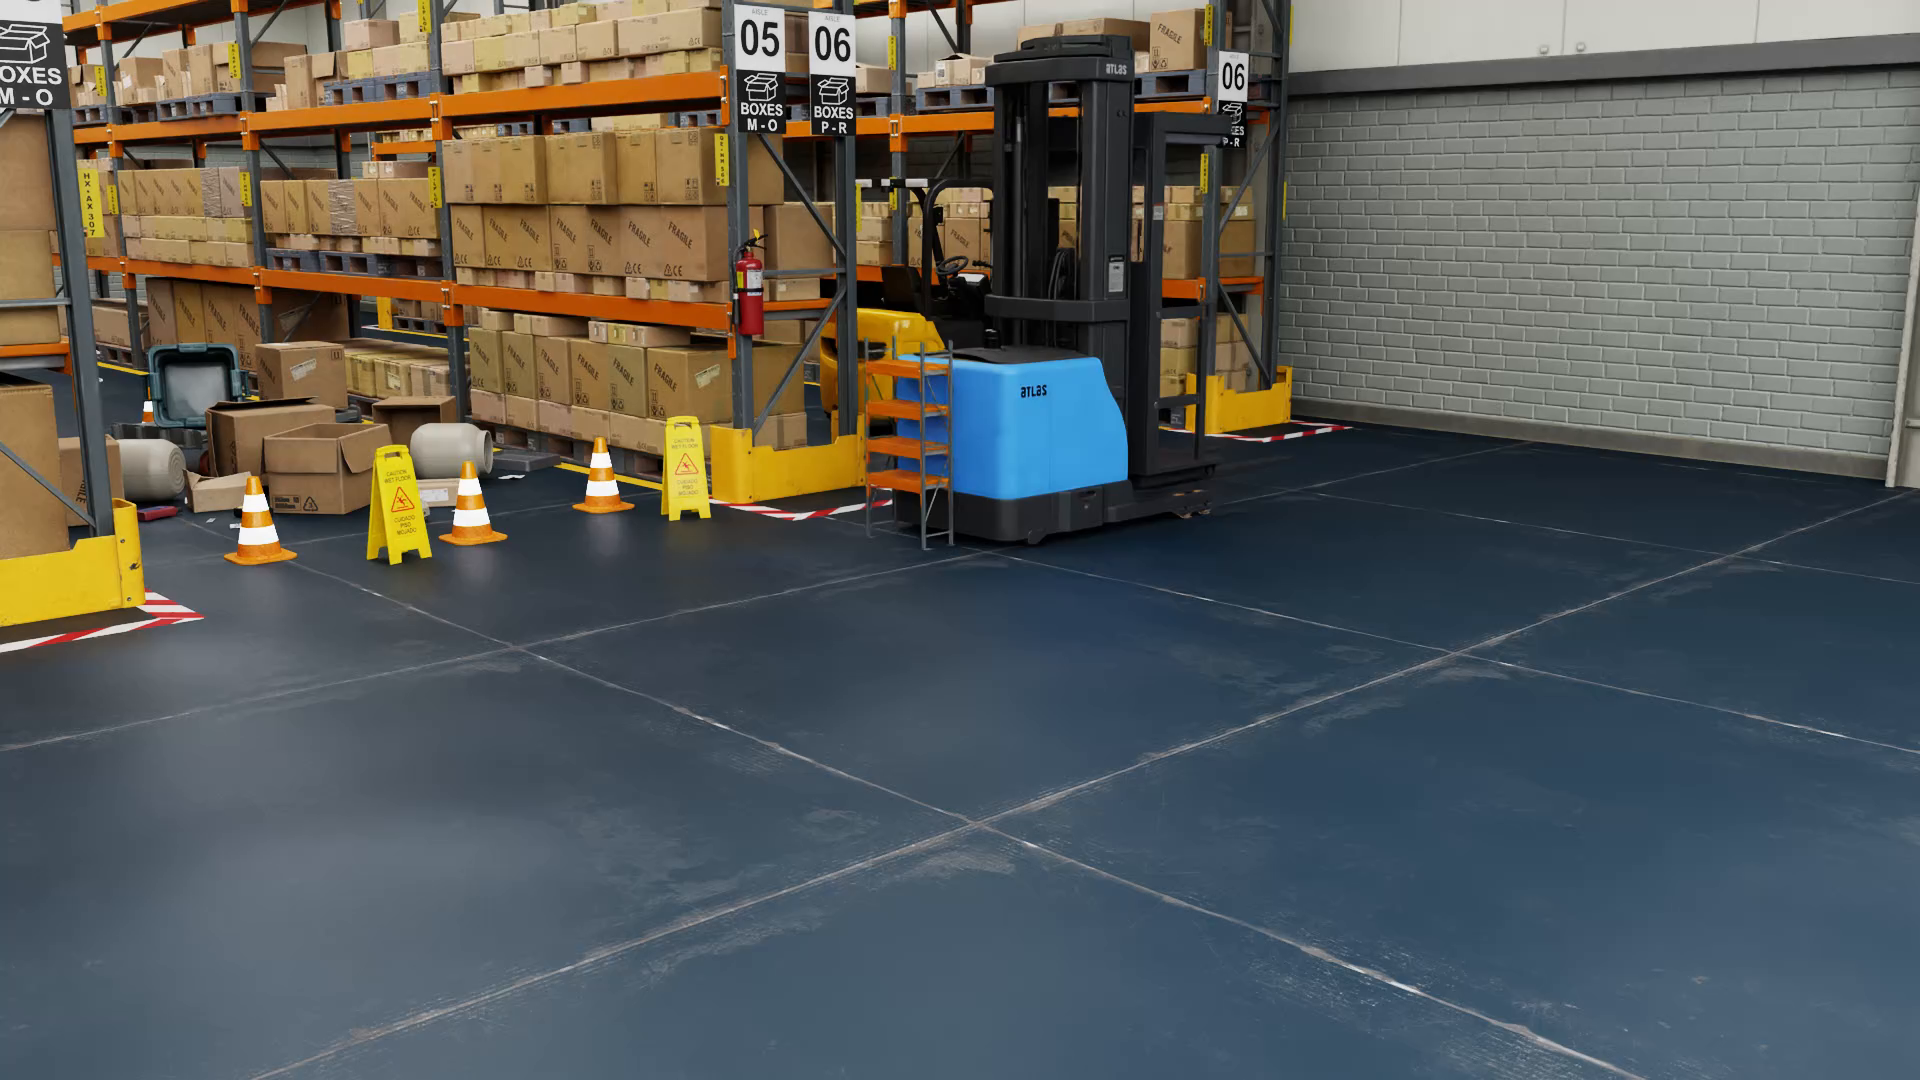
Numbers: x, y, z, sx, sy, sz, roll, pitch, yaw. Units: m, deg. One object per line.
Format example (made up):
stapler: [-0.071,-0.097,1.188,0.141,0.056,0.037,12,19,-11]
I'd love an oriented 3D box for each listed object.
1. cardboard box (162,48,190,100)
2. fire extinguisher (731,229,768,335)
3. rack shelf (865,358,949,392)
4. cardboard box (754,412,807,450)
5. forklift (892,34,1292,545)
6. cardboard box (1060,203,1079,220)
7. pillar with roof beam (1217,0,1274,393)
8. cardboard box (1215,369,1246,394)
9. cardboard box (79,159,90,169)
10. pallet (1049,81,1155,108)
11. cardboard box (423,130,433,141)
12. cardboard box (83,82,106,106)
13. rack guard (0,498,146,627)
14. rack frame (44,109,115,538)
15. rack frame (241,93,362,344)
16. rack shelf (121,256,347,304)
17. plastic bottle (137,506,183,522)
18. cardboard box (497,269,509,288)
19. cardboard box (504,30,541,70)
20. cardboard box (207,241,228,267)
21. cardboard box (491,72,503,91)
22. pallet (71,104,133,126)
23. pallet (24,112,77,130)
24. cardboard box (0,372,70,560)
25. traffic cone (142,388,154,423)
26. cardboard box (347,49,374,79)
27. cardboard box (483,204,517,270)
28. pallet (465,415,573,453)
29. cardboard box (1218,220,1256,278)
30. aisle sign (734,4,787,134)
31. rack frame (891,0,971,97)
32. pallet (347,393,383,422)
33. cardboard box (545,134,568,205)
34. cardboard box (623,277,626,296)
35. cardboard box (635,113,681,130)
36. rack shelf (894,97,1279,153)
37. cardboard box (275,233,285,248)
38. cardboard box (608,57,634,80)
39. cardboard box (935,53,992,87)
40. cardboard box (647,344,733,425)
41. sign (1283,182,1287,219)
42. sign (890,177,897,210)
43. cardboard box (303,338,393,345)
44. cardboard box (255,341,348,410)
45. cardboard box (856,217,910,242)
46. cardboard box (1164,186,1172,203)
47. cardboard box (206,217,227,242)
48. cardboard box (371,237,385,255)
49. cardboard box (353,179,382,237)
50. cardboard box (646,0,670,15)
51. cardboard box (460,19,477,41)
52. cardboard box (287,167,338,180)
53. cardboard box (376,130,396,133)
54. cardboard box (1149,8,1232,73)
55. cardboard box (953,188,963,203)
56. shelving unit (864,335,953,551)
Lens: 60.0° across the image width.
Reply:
cardboard box: [-8.067,-4.907,17.573,0.500,0.500,0.500,-11,16,-42]
fire extinguisher: [-1.370,-1.680,10.824,0.296,0.674,0.183,-11,16,-43]
rack shelf: [-0.300,-0.961,9.655,0.258,0.148,0.480,-11,16,-42]
cardboard box: [-1.472,-0.814,12.202,0.500,0.250,0.500,-11,16,-43]
forklift: [0.998,-1.636,10.587,3.031,2.935,1.130,-11,16,-42]
cardboard box: [1.126,-3.053,15.441,0.380,0.149,0.250,-11,16,-42]
pillar with roof beam: [-0.470,-5.057,12.154,9.100,9.000,0.400,-11,16,-43]
cardboard box: [2.274,-1.449,15.284,0.500,0.250,0.500,-11,16,-42]
cardboard box: [-10.501,-4.564,20.299,0.380,0.149,0.250,-11,16,-43]
pallet: [1.156,-4.202,15.658,1.003,0.211,1.213,-11,16,-43]
cardboard box: [-7.537,-5.856,24.090,0.380,0.149,0.250,-11,16,-42]
cardboard box: [-10.075,-5.257,19.603,0.396,0.266,0.258,-10,15,-41]
rack guard: [-4.609,0.134,8.024,1.175,0.500,0.348,-11,16,-43]
rack frame: [-4.626,-1.094,7.789,1.000,3.000,0.127,-11,16,-43]
rack frame: [-6.640,-2.966,16.876,1.000,3.000,0.127,-11,16,-43]
rack shelf: [-8.021,-2.906,18.365,1.077,0.370,4.000,-11,16,-43]
plastic bottle: [-5.115,-0.174,10.606,0.133,0.061,0.283,6,13,26]
cardboard box: [-3.475,-2.105,13.316,0.380,0.149,0.250,-11,16,-43]
cardboard box: [-3.072,-3.673,12.505,0.500,0.250,0.500,-11,16,-42]
cardboard box: [-7.541,-3.003,17.425,0.500,0.250,0.500,-11,16,-42]
cardboard box: [-3.448,-3.582,13.054,0.380,0.149,0.250,-11,16,-43]
pallet: [-9.960,-5.097,20.002,1.003,0.211,1.213,-11,16,-43]
pallet: [-11.645,-5.453,21.730,1.003,0.211,1.213,-11,16,-43]
cardboard box: [-5.658,-1.517,8.803,0.987,2.999,2.515,-11,16,-42]
traffic cone: [-6.670,-1.029,13.759,0.336,0.463,0.334,-11,16,-43]
cardboard box: [-5.083,-4.198,14.752,0.500,0.250,0.500,-11,16,-42]
cardboard box: [-3.412,-2.404,13.162,0.500,0.500,0.500,-11,16,-43]
pallet: [-3.388,-0.924,13.872,1.003,0.211,1.213,-11,16,-43]
cardboard box: [2.331,-2.651,15.097,0.500,0.500,0.500,-10,15,-41]
aisle sign: [-1.282,-3.023,10.706,0.394,0.787,0.004,-11,16,-43]
rack frame: [-0.290,-6.013,16.797,1.000,3.000,0.127,-11,16,-43]
pallet: [-5.263,-1.308,15.738,1.003,0.211,1.213,-11,16,-43]
cardboard box: [-2.641,-2.754,12.384,0.700,0.500,0.500,-11,16,-43]
cardboard box: [-2.220,-1.853,12.093,0.380,0.149,0.250,-11,16,-42]
cardboard box: [-3.583,-5.095,20.147,0.500,0.250,0.500,11,16,43]
rack shelf: [1.091,-3.900,15.755,1.077,0.370,4.000,-11,16,-43]
cardboard box: [-6.550,-2.976,16.503,0.250,0.149,0.380,11,16,42]
cardboard box: [-2.252,-3.309,11.729,0.380,0.149,0.250,-11,16,-43]
cardboard box: [0.108,-4.600,16.302,0.500,0.311,0.500,-10,16,-41]
cardboard box: [-1.857,-1.106,11.759,0.500,0.500,0.500,-11,16,-42]
sign: [2.878,-3.030,14.844,0.100,0.325,0.005,-11,16,-43]
sign: [-0.676,-3.526,16.919,0.100,0.325,0.005,-11,16,-43]
cardboard box: [-6.257,-1.801,16.691,0.625,0.372,0.950,10,16,41]
cardboard box: [-5.144,-1.277,12.993,0.500,0.500,0.500,-11,16,-43]
cardboard box: [-0.814,-3.282,17.542,0.500,0.250,0.500,-11,16,-44]
cardboard box: [1.879,-3.058,14.728,0.380,0.149,0.250,-11,16,-42]
cardboard box: [-7.515,-3.247,17.372,0.500,0.250,0.500,11,16,44]
cardboard box: [-4.985,-2.612,14.738,0.380,0.149,0.250,-11,16,-42]
cardboard box: [-5.058,-2.967,14.852,0.500,0.500,0.500,-10,15,-41]
cardboard box: [-1.902,-3.621,11.268,0.380,0.149,0.250,-11,16,-43]
cardboard box: [-3.696,-3.994,13.076,0.380,0.149,0.250,-10,15,-41]
cardboard box: [-6.804,-3.611,17.279,0.500,0.500,0.500,11,16,43]
cardboard box: [-8.468,-6.265,25.086,0.500,0.250,0.500,-11,16,-43]
cardboard box: [1.990,-4.294,14.352,0.500,0.500,0.500,-10,15,-41]
cardboard box: [0.144,-3.438,16.571,0.380,0.149,0.250,-11,16,-44]
shelving unit: [-0.300,-0.576,9.735,0.258,1.200,0.503,-11,16,-42]
